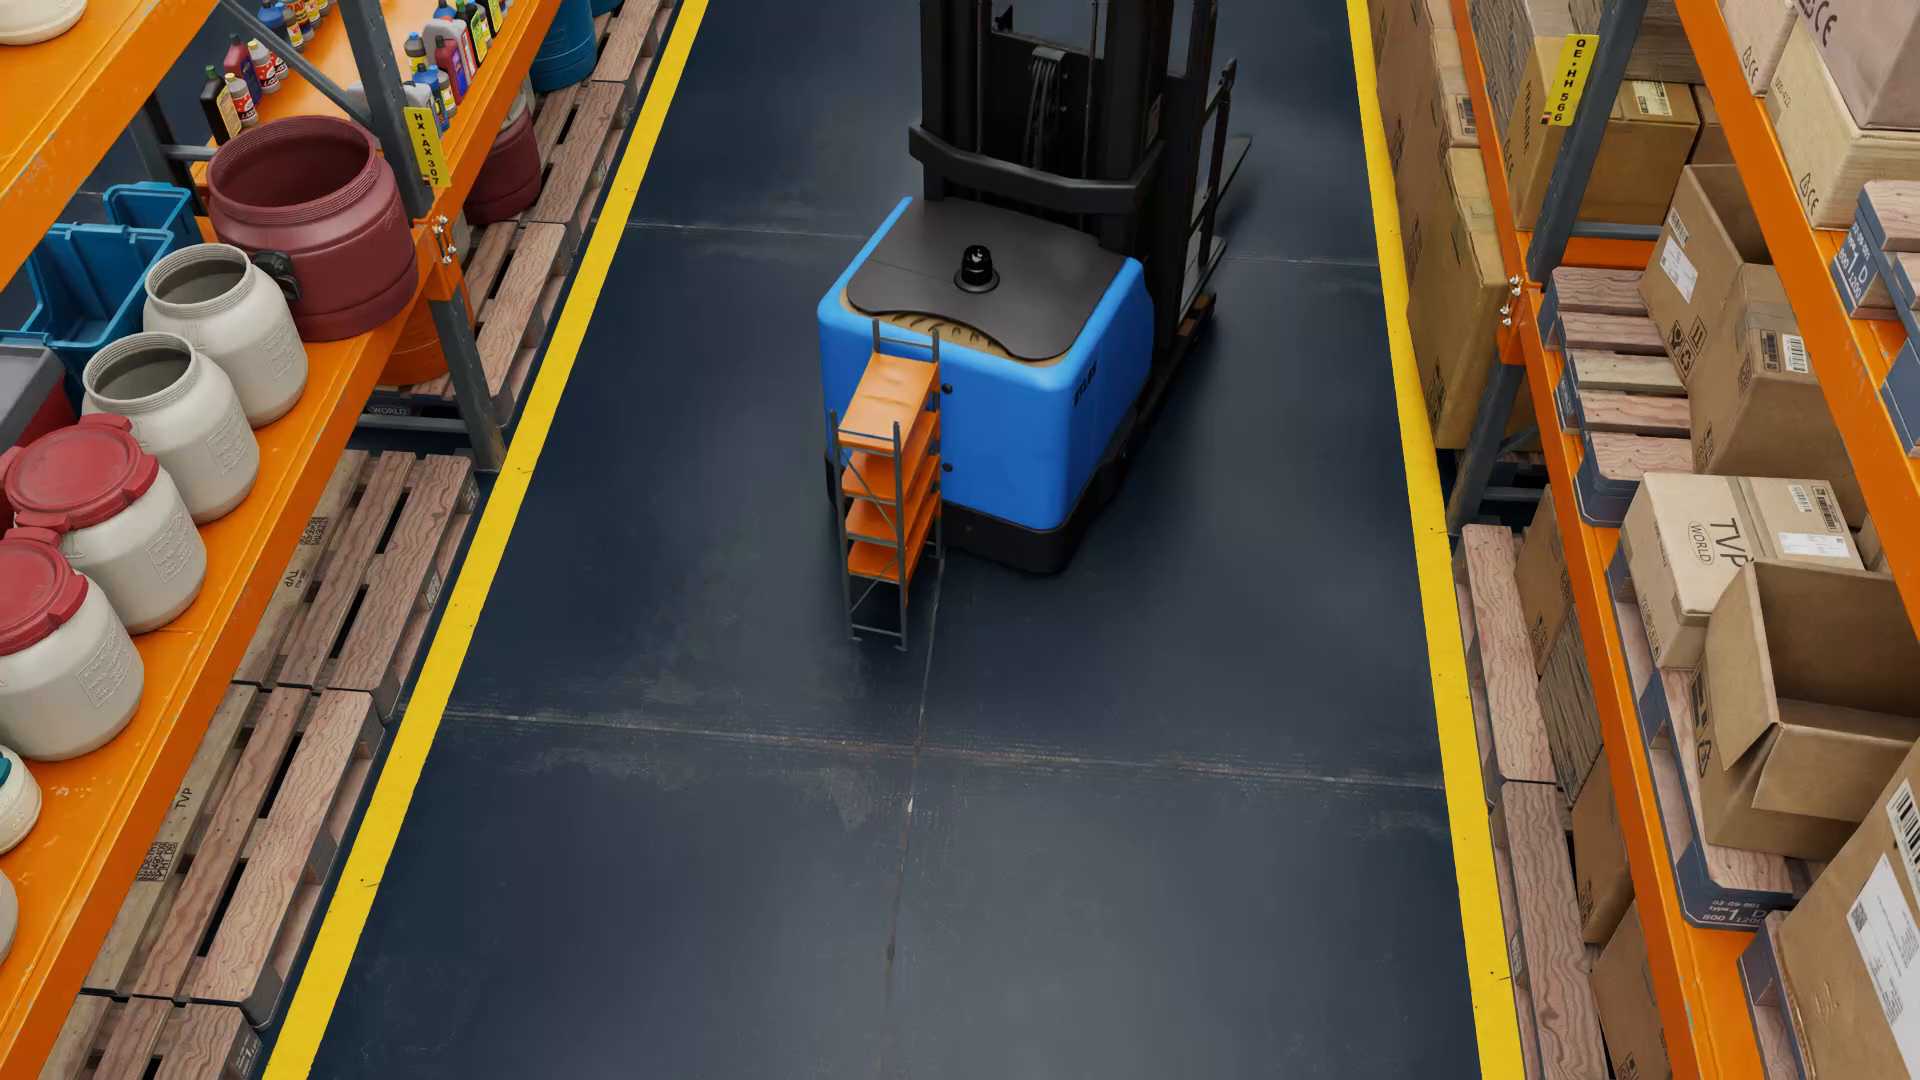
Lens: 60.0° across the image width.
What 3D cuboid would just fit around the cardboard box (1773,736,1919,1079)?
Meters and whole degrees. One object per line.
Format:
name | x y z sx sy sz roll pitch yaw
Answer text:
cardboard box | 2.341 0.985 3.151 1.000 1.000 1.000 4 48 4

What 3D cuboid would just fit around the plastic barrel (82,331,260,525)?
plastic barrel | -2.358 -0.327 4.966 0.421 0.512 0.421 0 48 0

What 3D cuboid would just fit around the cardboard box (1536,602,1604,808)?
cardboard box | 2.415 0.561 5.626 0.700 0.500 0.500 0 48 0

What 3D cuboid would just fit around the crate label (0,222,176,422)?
crate label | -2.798 -0.669 5.331 0.502 0.435 0.616 4 48 4

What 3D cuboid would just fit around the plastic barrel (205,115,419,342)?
plastic barrel | -2.179 -1.054 5.615 0.600 0.536 0.708 4 48 4

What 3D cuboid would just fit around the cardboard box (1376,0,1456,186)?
cardboard box | 2.739 -2.272 7.976 1.225 0.875 0.875 2 48 2

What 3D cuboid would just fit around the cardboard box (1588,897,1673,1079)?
cardboard box | 2.319 1.388 4.869 0.700 0.500 0.500 0 48 0

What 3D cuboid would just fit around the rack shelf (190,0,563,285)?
rack shelf | -2.256 -2.596 7.605 1.077 0.370 4.000 4 48 4

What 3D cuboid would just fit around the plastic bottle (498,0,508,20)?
plastic bottle | -1.964 -2.313 6.946 0.097 0.271 0.097 0 48 0

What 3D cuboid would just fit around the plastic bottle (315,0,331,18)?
plastic bottle | -2.724 -2.310 6.991 0.097 0.201 0.097 0 48 0

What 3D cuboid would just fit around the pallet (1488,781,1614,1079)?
pallet | 2.307 1.373 5.377 1.003 0.211 1.213 4 48 4

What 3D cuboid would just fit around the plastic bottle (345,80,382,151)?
plastic bottle | -2.229 -1.634 6.321 0.152 0.276 0.135 4 48 4

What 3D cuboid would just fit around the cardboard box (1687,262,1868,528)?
cardboard box | 2.533 -0.395 4.752 0.700 0.500 0.500 10 48 9

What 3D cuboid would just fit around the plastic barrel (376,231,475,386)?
plastic barrel | -2.411 -1.139 6.971 0.600 0.830 0.708 4 48 4

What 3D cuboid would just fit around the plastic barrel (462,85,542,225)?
plastic barrel | -2.308 -1.887 7.819 0.600 0.588 0.708 4 48 4

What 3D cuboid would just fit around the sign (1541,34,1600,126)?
sign | 1.941 -1.462 5.295 0.100 0.325 0.005 4 48 4

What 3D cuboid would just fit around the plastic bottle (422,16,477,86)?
plastic bottle | -2.035 -1.963 6.623 0.152 0.276 0.135 4 48 4

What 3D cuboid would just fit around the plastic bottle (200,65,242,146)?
plastic bottle | -2.827 -1.656 6.337 0.061 0.283 0.133 4 48 4

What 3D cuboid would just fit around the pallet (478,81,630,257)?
pallet | -2.294 -1.904 8.374 1.003 0.211 1.213 4 48 4

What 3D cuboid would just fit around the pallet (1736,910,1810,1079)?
pallet | 2.344 1.416 3.578 1.003 0.211 1.213 4 48 4

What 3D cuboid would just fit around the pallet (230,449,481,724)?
pallet | -2.548 0.139 6.506 1.003 0.211 1.213 4 48 4

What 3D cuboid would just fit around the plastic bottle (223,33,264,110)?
plastic bottle | -2.806 -1.825 6.492 0.061 0.283 0.133 4 48 4

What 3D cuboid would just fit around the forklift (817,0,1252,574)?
forklift | 0.526 -1.958 6.581 1.130 2.935 3.031 19 50 16

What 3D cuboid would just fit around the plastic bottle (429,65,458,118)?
plastic bottle | -2.031 -1.753 6.481 0.097 0.201 0.097 0 48 0

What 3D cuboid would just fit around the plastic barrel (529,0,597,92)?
plastic barrel | -2.205 -2.823 8.463 0.600 0.901 0.708 4 48 4

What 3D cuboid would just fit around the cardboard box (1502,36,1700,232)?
cardboard box | 2.292 -1.449 6.001 0.500 0.500 0.500 5 48 5

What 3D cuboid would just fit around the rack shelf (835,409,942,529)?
rack shelf | -0.254 -0.283 6.010 0.258 0.148 0.480 11 49 10

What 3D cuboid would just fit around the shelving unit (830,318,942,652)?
shelving unit | -0.254 -0.177 6.125 0.258 1.200 0.503 11 49 10

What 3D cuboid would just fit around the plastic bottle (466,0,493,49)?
plastic bottle | -1.985 -2.120 6.816 0.097 0.201 0.097 0 48 0

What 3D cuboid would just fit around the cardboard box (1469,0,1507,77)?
cardboard box | 2.387 -2.197 6.685 0.500 0.500 0.500 2 48 2

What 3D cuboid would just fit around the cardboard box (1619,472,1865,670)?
cardboard box | 2.112 0.089 4.479 0.500 0.250 0.500 3 48 2

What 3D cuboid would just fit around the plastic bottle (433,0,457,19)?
plastic bottle | -2.058 -2.049 6.705 0.097 0.271 0.097 0 48 0

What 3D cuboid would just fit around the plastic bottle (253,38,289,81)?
plastic bottle | -2.768 -1.953 6.664 0.097 0.201 0.097 0 48 0

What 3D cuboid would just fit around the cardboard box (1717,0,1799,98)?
cardboard box | 2.150 -1.292 3.994 0.500 0.250 0.500 5 48 4

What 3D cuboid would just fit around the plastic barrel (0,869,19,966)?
plastic barrel | -2.498 0.836 3.886 0.433 0.535 0.433 0 48 0

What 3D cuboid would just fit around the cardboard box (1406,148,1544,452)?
cardboard box | 2.577 -0.966 6.782 1.225 0.875 0.875 2 48 2

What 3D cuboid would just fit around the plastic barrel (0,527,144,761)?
plastic barrel | -2.431 0.297 4.379 0.433 0.535 0.433 0 48 0

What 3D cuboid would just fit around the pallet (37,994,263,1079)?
pallet | -2.770 1.932 4.866 1.003 0.211 1.213 4 48 4

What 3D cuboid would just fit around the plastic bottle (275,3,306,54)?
plastic bottle | -2.750 -2.096 6.795 0.097 0.201 0.097 0 48 0

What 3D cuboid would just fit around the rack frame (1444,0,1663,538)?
rack frame | 2.494 -1.036 5.691 1.000 3.000 0.127 4 48 4

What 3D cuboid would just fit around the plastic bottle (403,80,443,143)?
plastic bottle | -2.077 -1.623 6.312 0.152 0.276 0.135 4 48 4

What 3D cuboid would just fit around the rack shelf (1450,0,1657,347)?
rack shelf | 2.676 -2.263 7.300 1.077 0.370 4.000 4 48 4

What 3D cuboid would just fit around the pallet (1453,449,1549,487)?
pallet | 2.641 -0.669 7.245 1.003 0.211 1.213 4 48 4

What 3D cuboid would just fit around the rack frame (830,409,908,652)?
rack frame | -0.317 -0.003 5.966 0.240 1.200 0.015 11 49 10

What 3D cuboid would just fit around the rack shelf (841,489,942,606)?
rack shelf | -0.254 0.002 6.321 0.258 0.148 0.480 11 49 10

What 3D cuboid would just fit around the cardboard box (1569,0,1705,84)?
cardboard box | 2.577 -1.944 5.774 0.797 0.503 0.637 5 48 5

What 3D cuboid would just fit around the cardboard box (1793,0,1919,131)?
cardboard box | 2.106 -1.180 3.383 0.500 0.500 0.500 3 48 2

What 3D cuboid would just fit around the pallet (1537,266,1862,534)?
pallet | 2.535 -0.440 5.276 1.213 0.211 1.003 4 48 4
